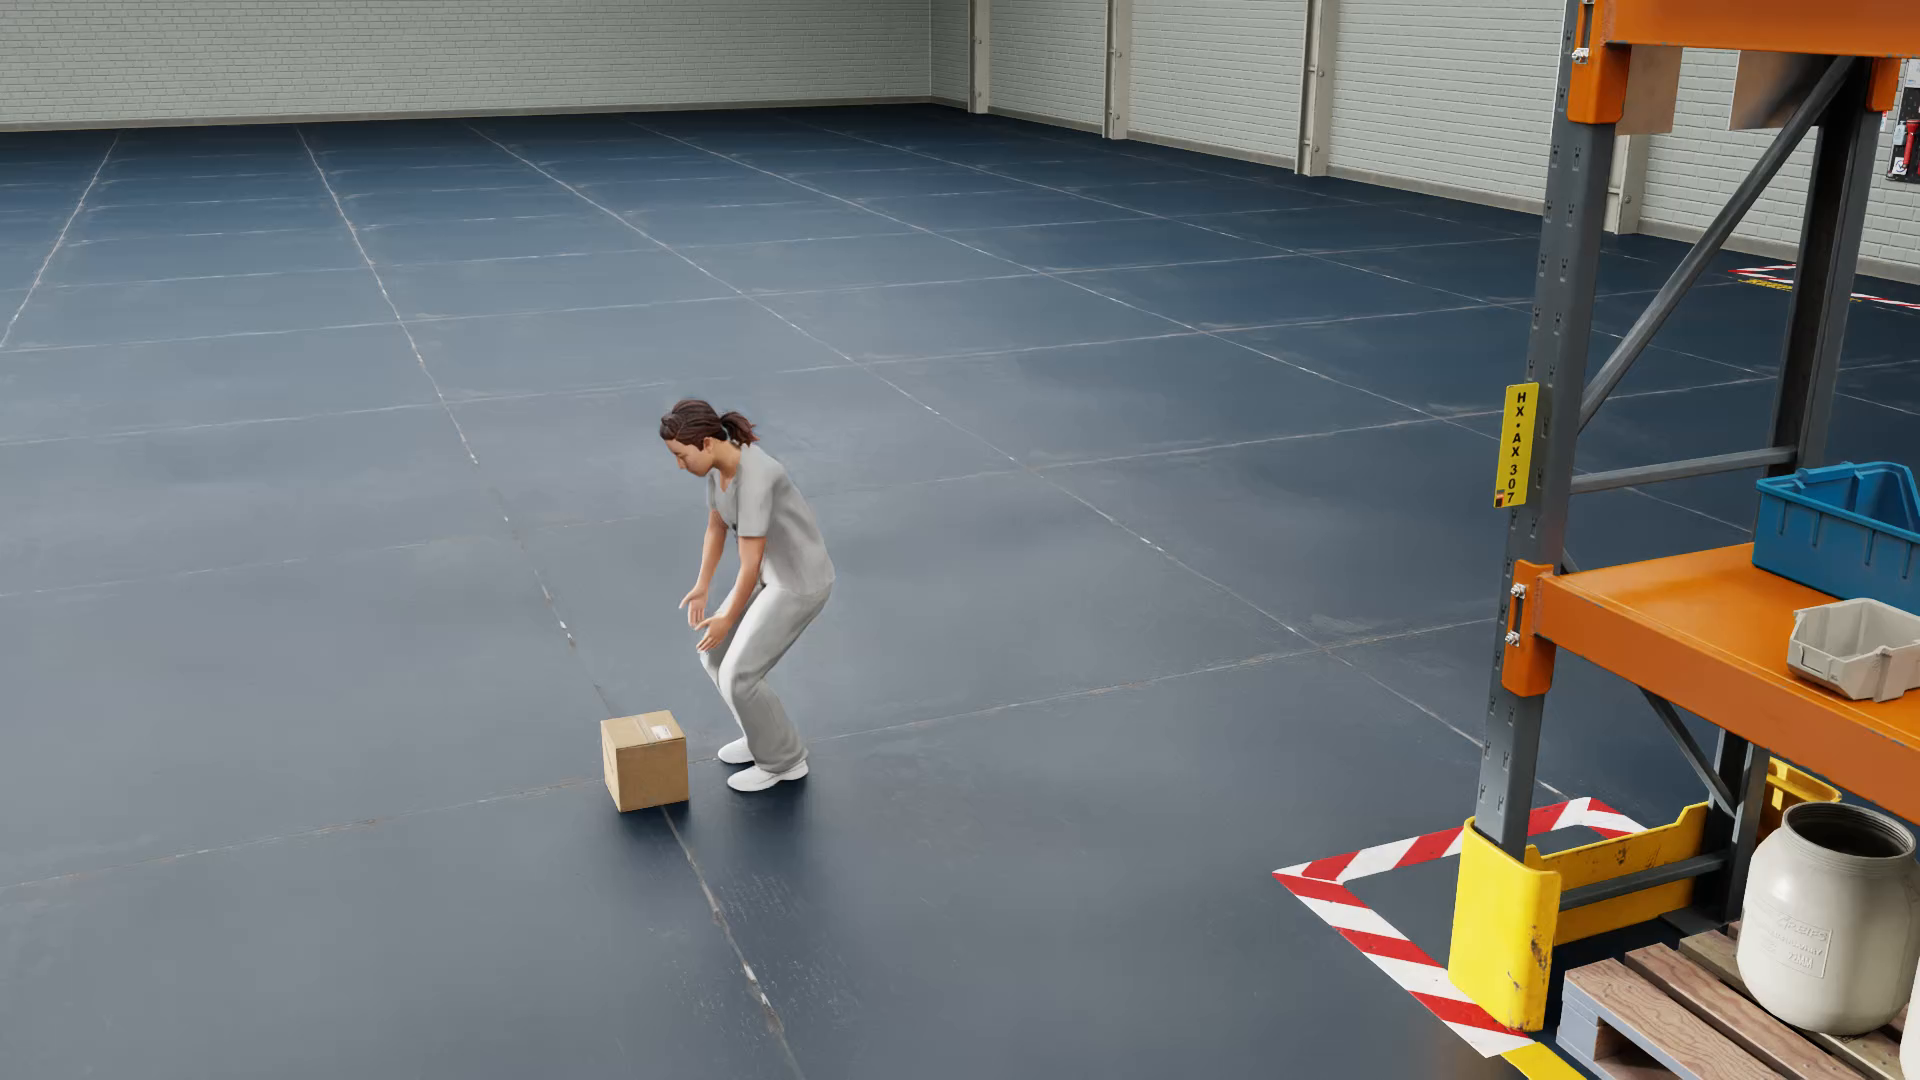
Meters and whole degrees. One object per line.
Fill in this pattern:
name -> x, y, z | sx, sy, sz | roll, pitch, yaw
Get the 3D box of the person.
person -> -0.735, 0.182, 5.903 | 0.596, 1.444, 0.489 | -8, 20, -22
